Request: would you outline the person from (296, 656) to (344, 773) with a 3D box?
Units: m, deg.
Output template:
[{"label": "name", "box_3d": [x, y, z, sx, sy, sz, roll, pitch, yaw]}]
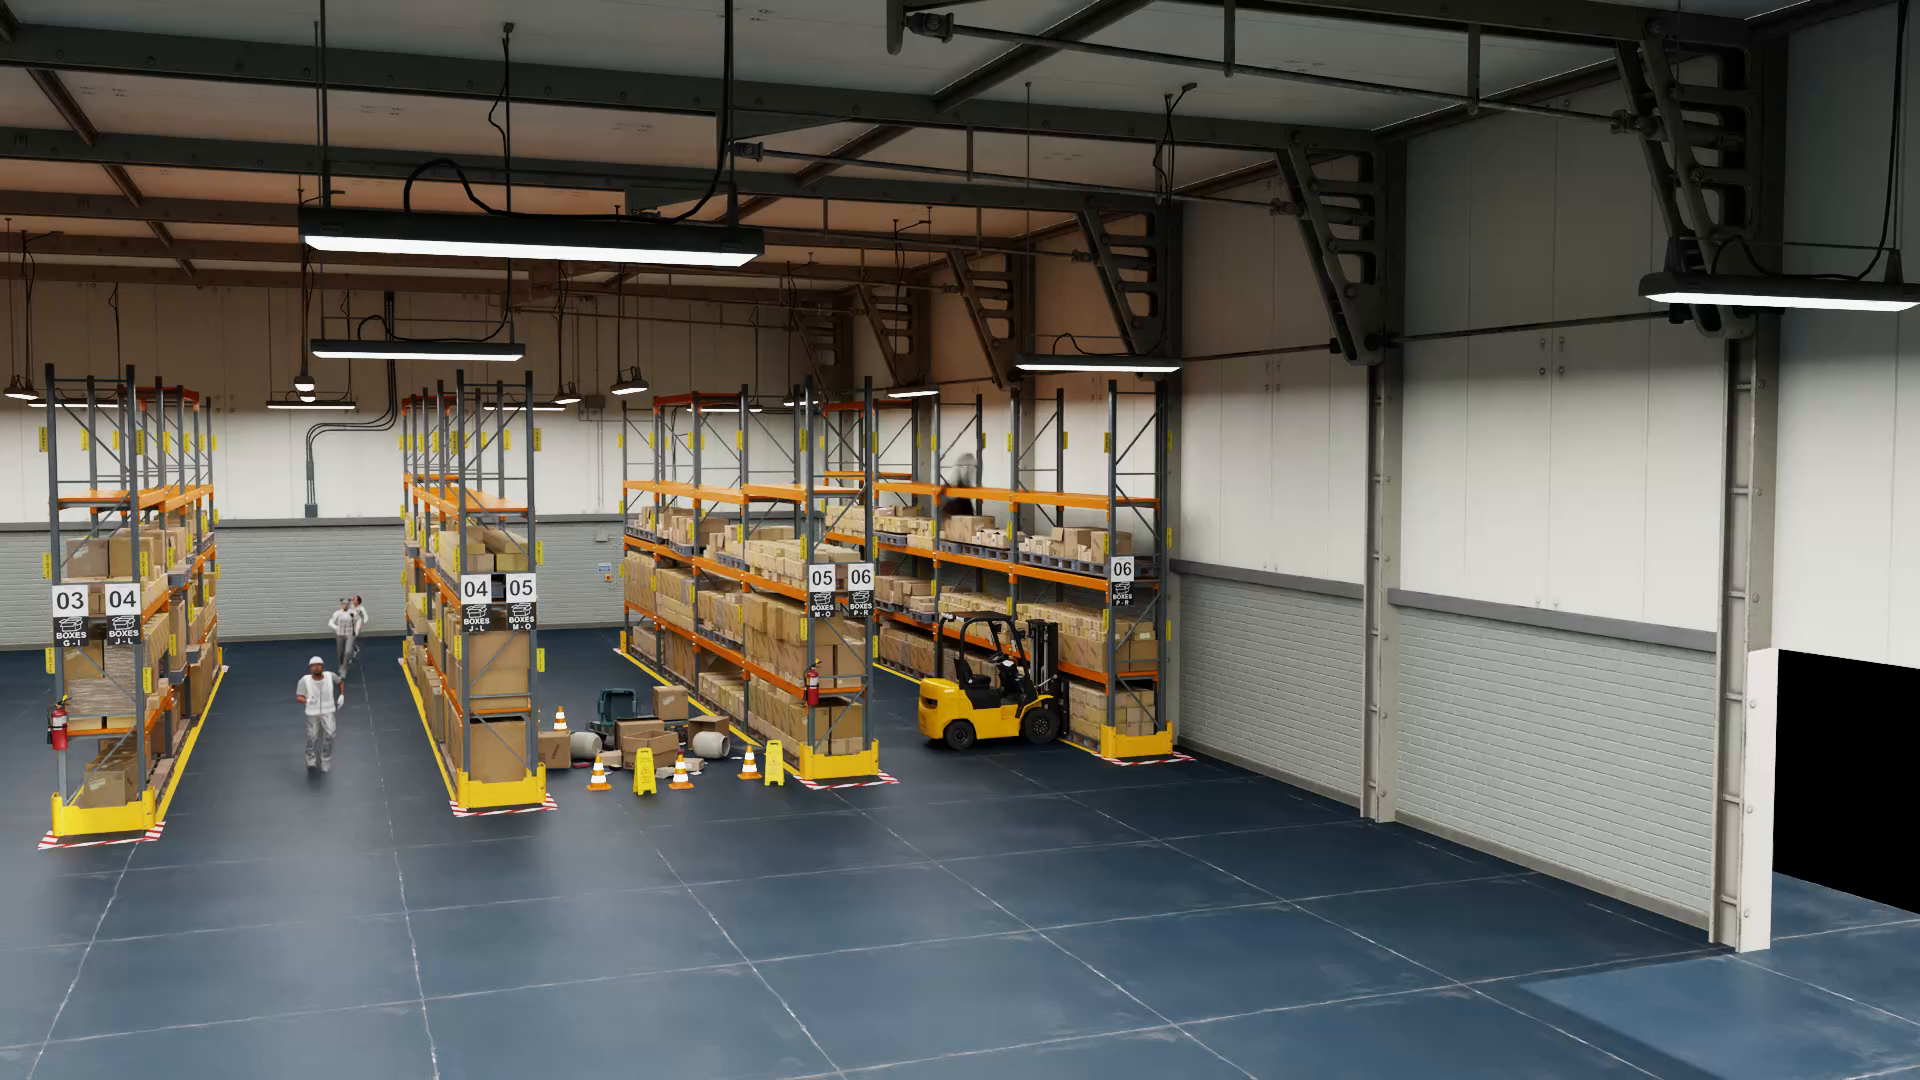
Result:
[{"label": "person", "box_3d": [-9.680, 2.636, 25.181, 0.690, 1.767, 0.870, -2, 4, -25]}]

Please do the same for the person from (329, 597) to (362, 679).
[{"label": "person", "box_3d": [-13.152, 2.073, 35.568, 0.651, 1.711, 0.901, -1, 3, -15]}]

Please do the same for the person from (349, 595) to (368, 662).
[{"label": "person", "box_3d": [-13.723, 2.023, 37.802, 0.581, 1.544, 0.560, 1, 3, 16]}]
